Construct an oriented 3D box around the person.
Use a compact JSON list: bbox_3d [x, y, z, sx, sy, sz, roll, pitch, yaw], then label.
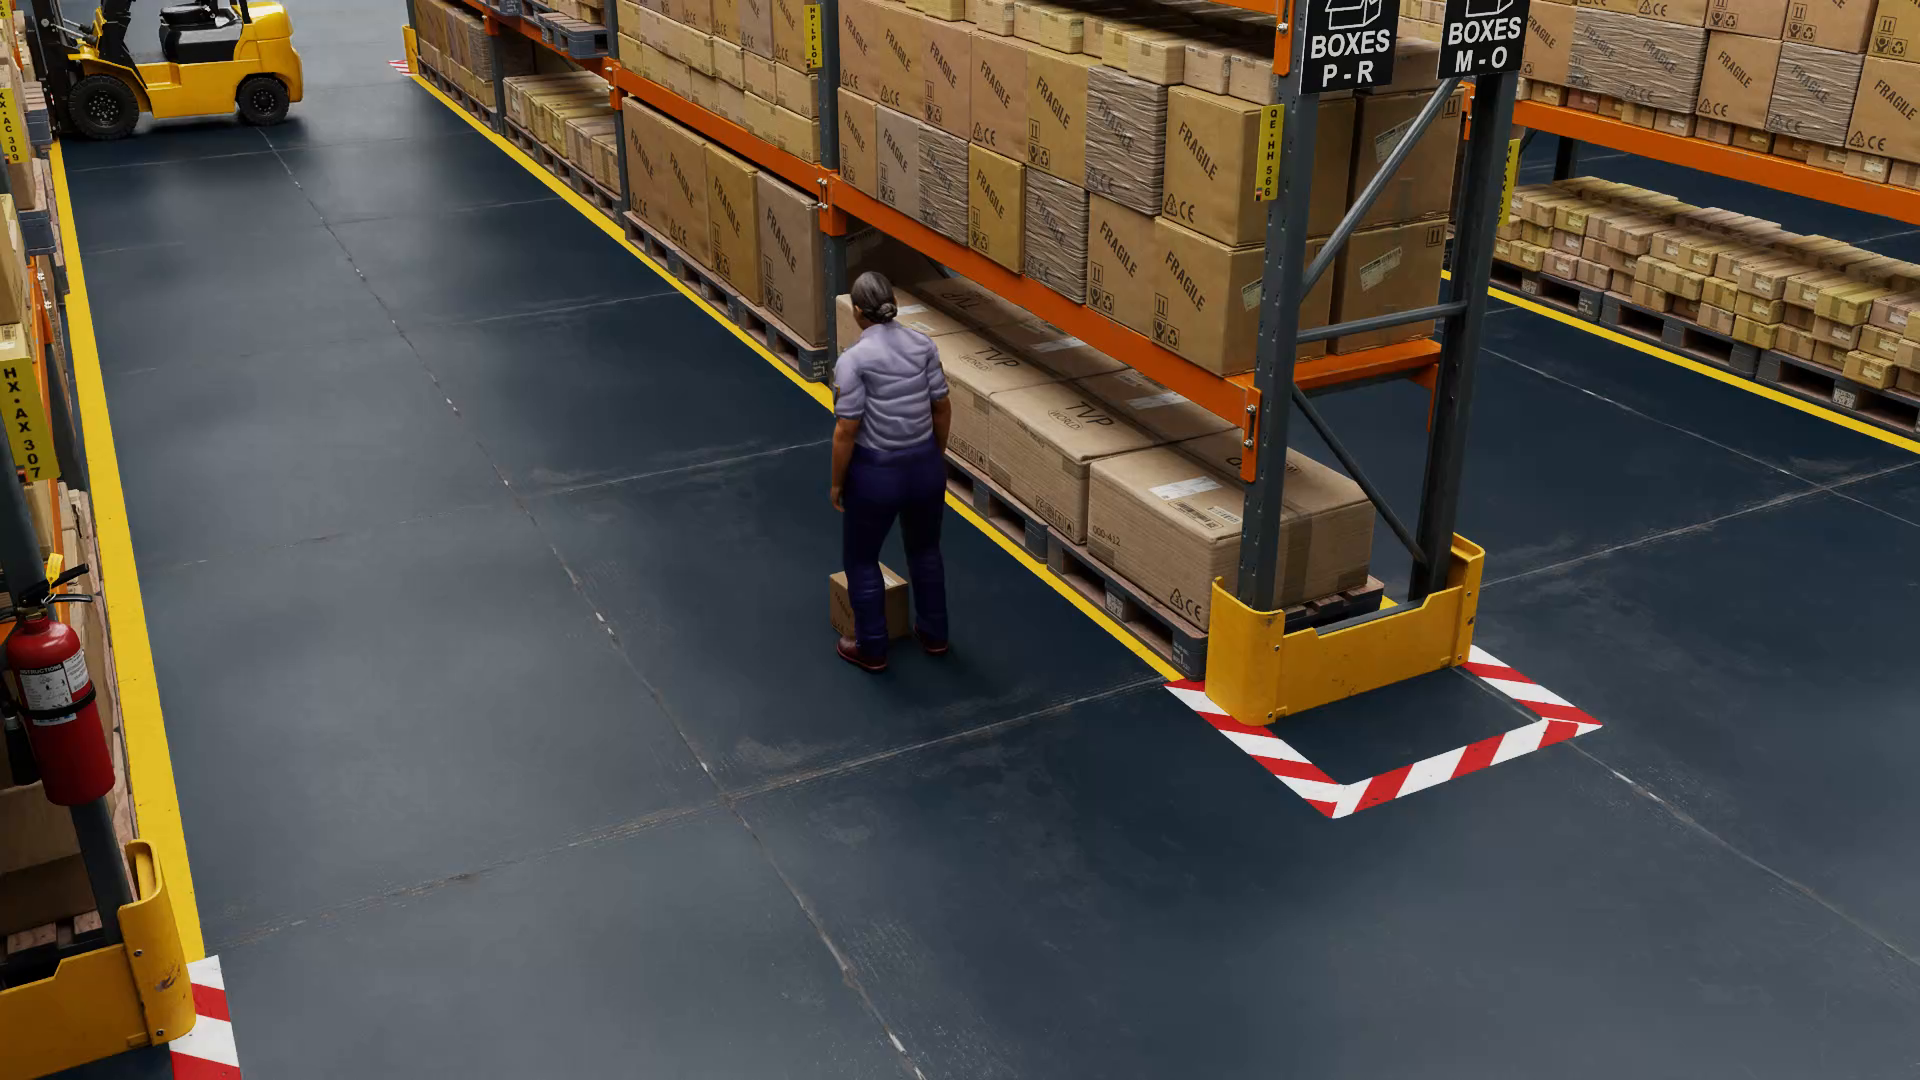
[{"bbox_3d":[-0.273,-0.260,6.662,0.545,1.650,0.375,-15,29,-28],"label":"person"}]
